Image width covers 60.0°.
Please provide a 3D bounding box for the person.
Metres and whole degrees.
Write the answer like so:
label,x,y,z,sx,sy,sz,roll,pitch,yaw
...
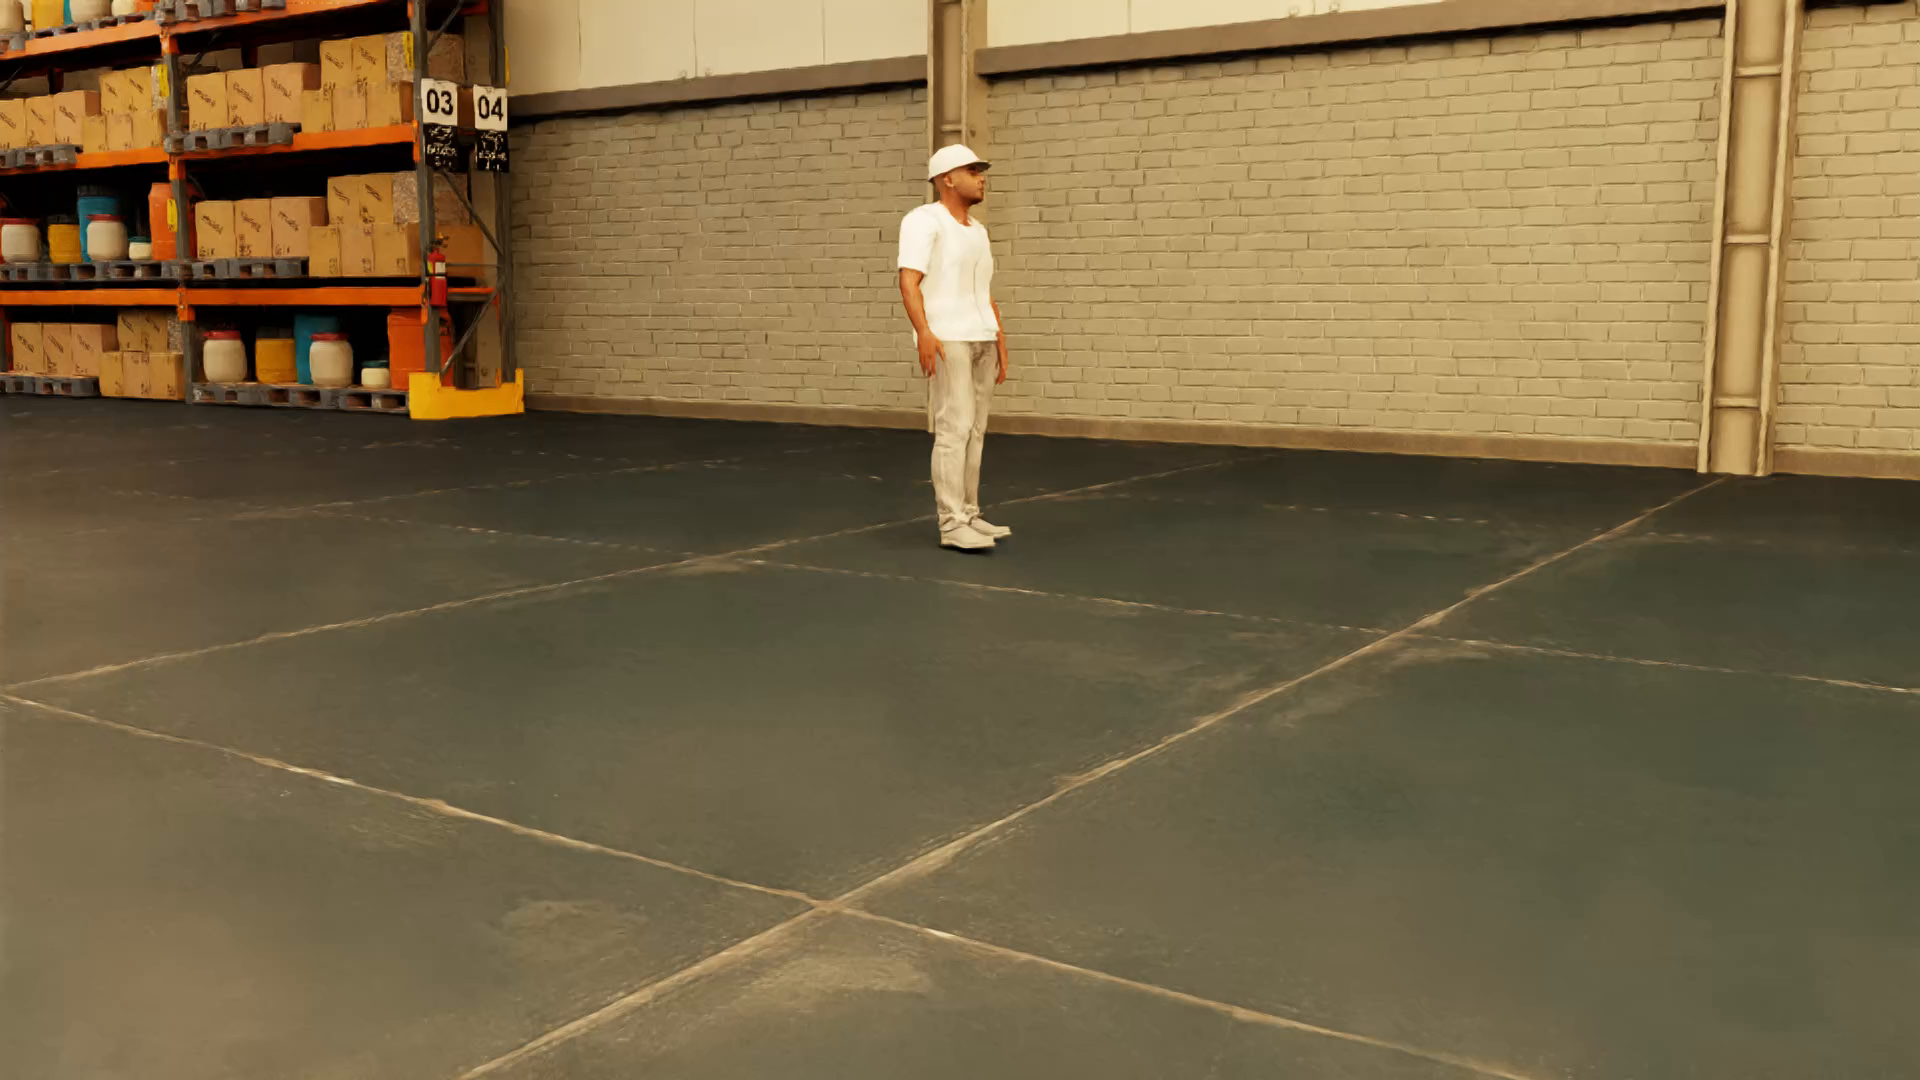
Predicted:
label,x,y,z,sx,sy,sz,roll,pitch,yaw
person,0.055,-0.875,7.435,0.576,1.766,0.665,5,10,34
